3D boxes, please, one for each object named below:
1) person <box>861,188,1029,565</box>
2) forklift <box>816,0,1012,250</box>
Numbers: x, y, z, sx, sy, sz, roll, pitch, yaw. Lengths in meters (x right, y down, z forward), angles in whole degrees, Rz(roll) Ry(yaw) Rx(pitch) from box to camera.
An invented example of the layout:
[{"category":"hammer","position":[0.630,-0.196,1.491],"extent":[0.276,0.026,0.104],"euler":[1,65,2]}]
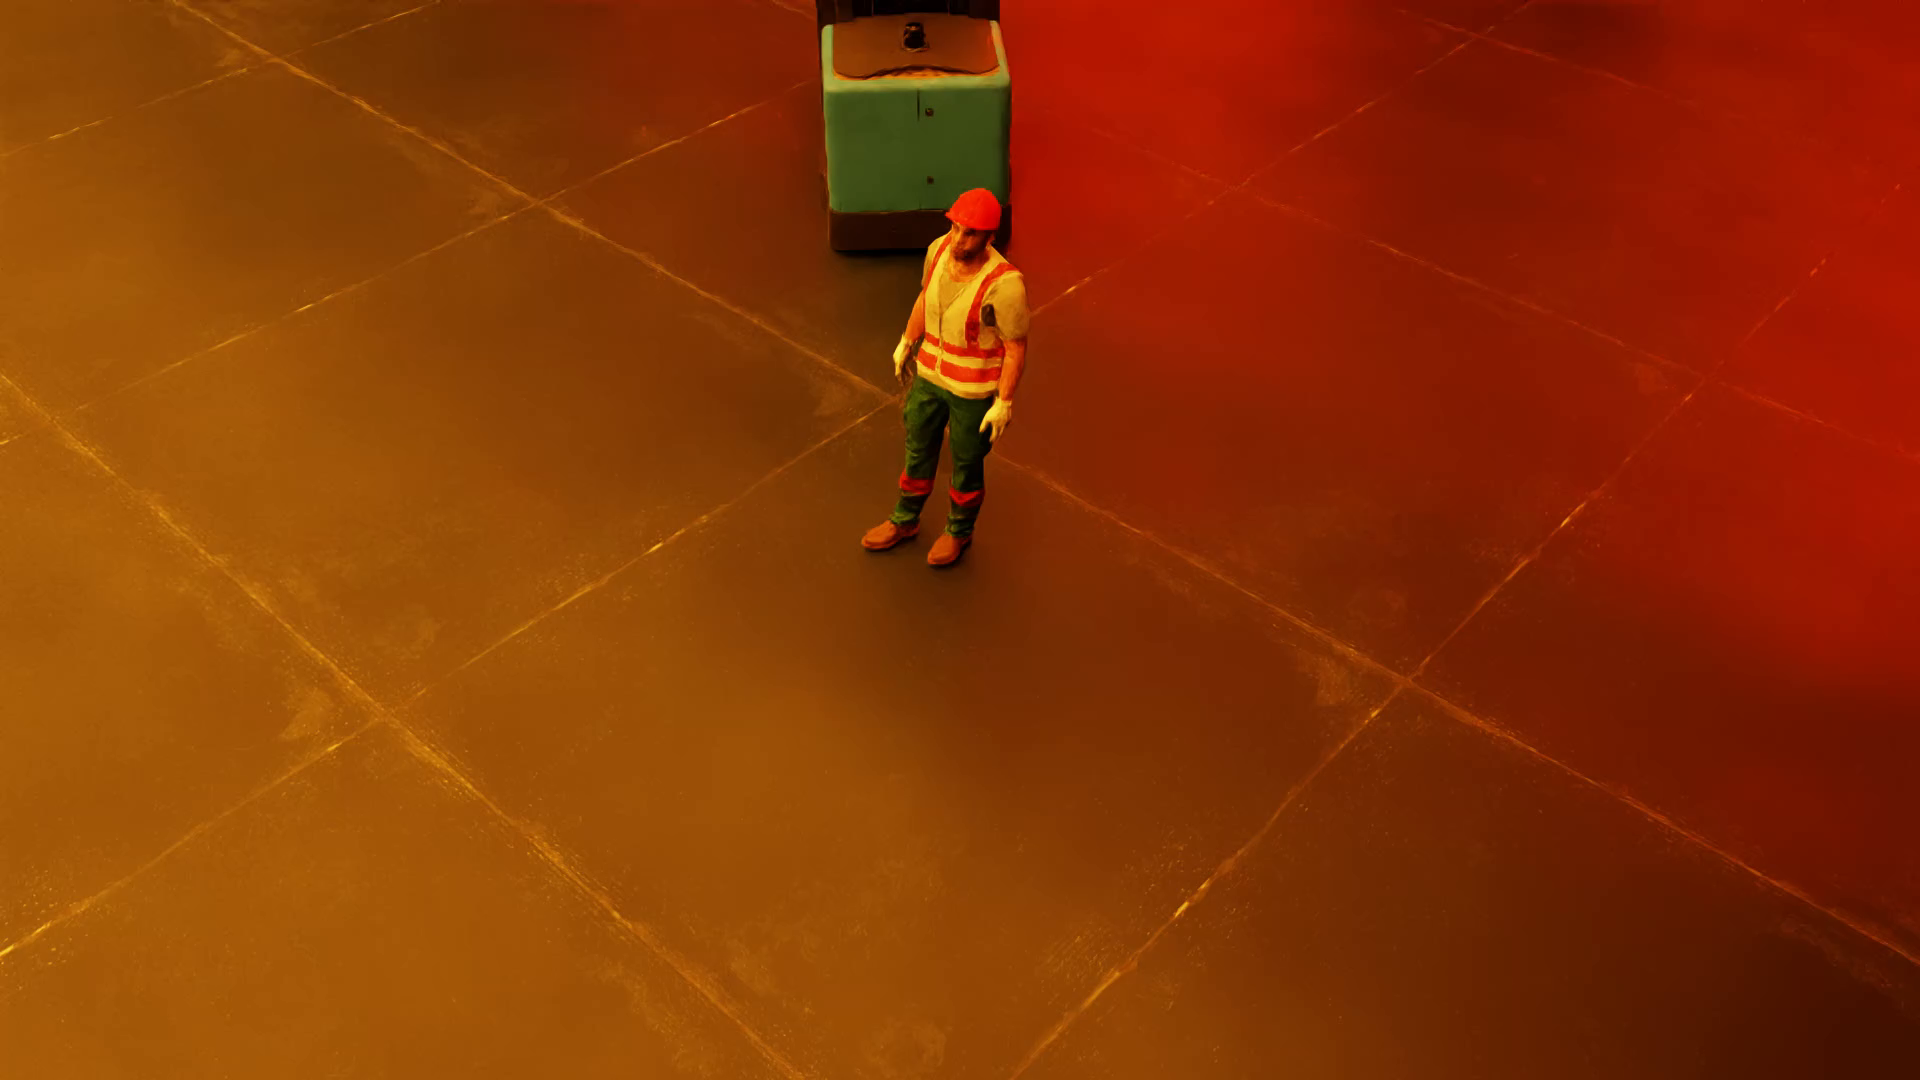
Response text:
[{"category":"person","position":[-0.063,-0.649,7.054],"extent":[0.637,1.783,0.563],"euler":[31,49,31]},{"category":"forklift","position":[-0.329,-3.714,9.758],"extent":[1.130,2.935,3.031],"euler":[-3,41,-3]}]
